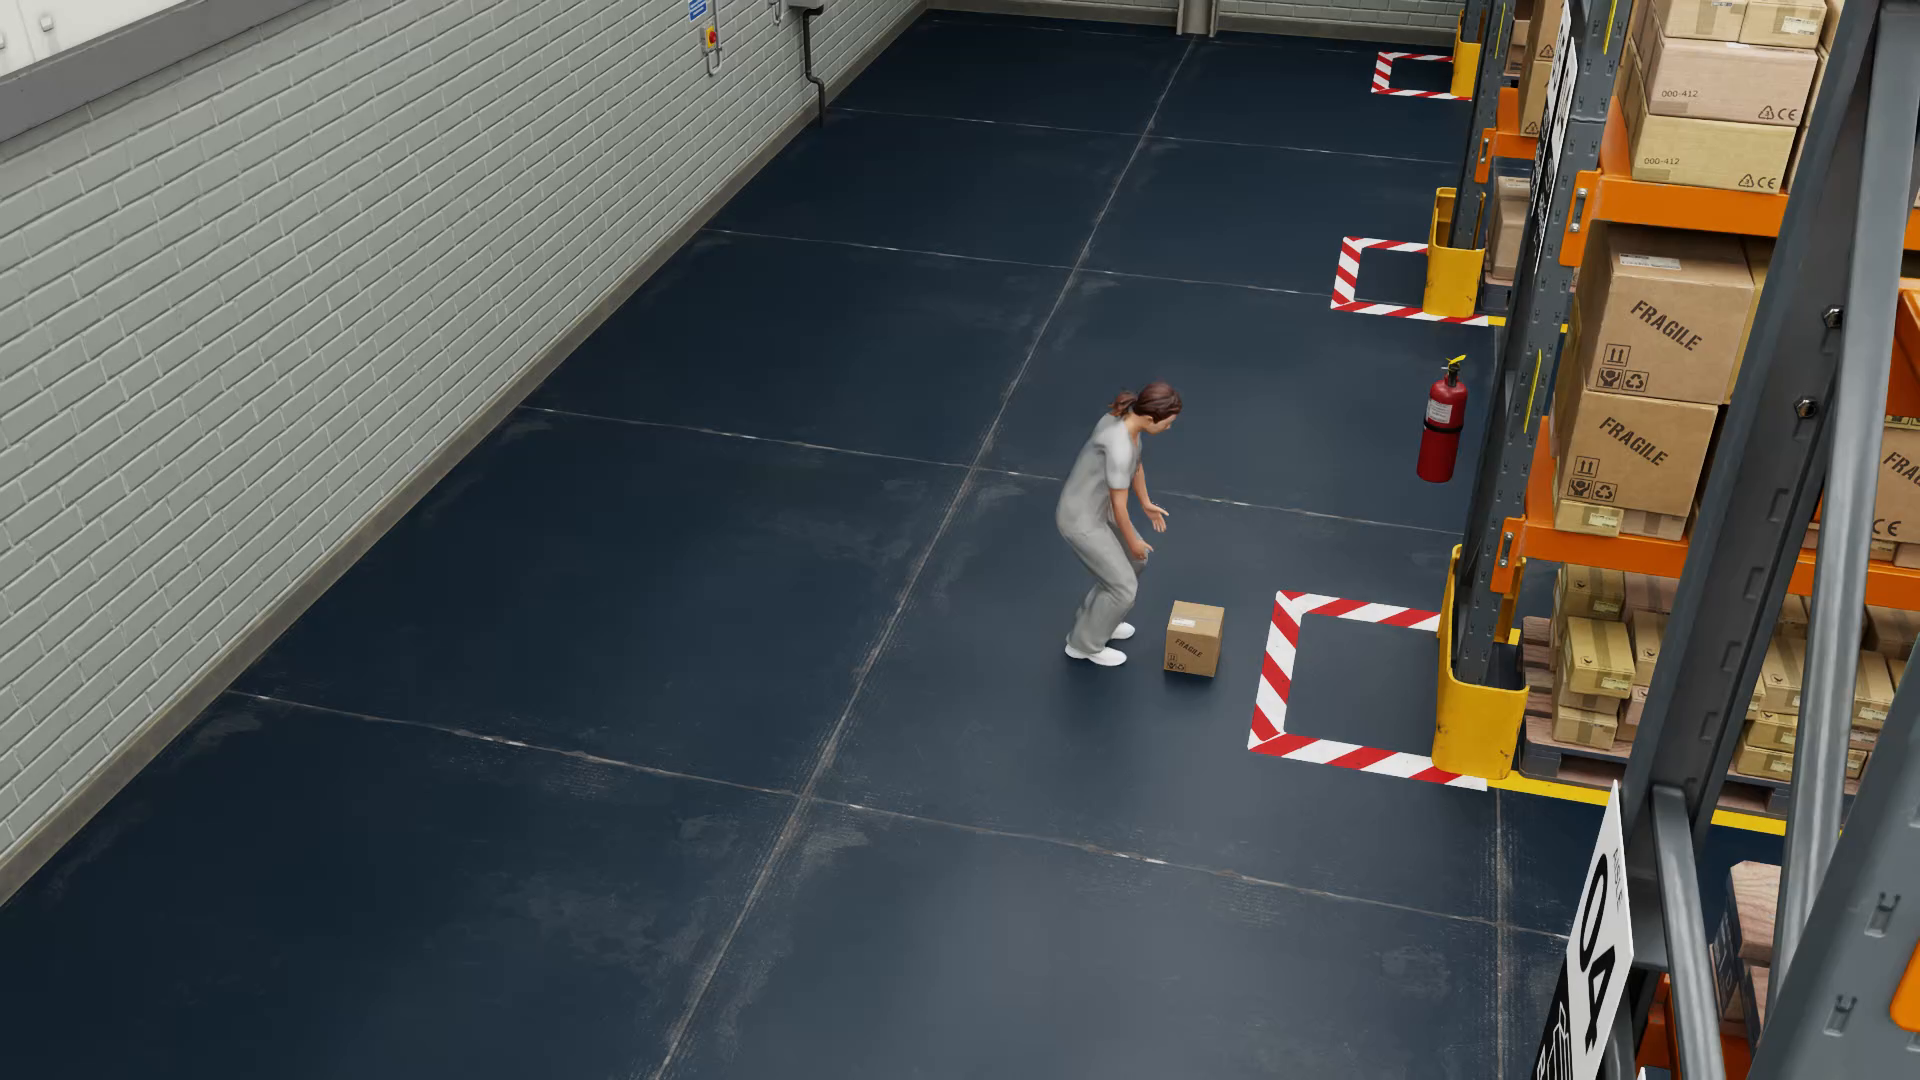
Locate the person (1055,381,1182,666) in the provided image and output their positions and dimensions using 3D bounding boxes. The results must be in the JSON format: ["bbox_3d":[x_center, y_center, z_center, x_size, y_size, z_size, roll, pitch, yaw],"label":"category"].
[{"bbox_3d":[0.746,-0.108,7.999,0.554,1.493,0.486,9,34,13],"label":"person"}]
